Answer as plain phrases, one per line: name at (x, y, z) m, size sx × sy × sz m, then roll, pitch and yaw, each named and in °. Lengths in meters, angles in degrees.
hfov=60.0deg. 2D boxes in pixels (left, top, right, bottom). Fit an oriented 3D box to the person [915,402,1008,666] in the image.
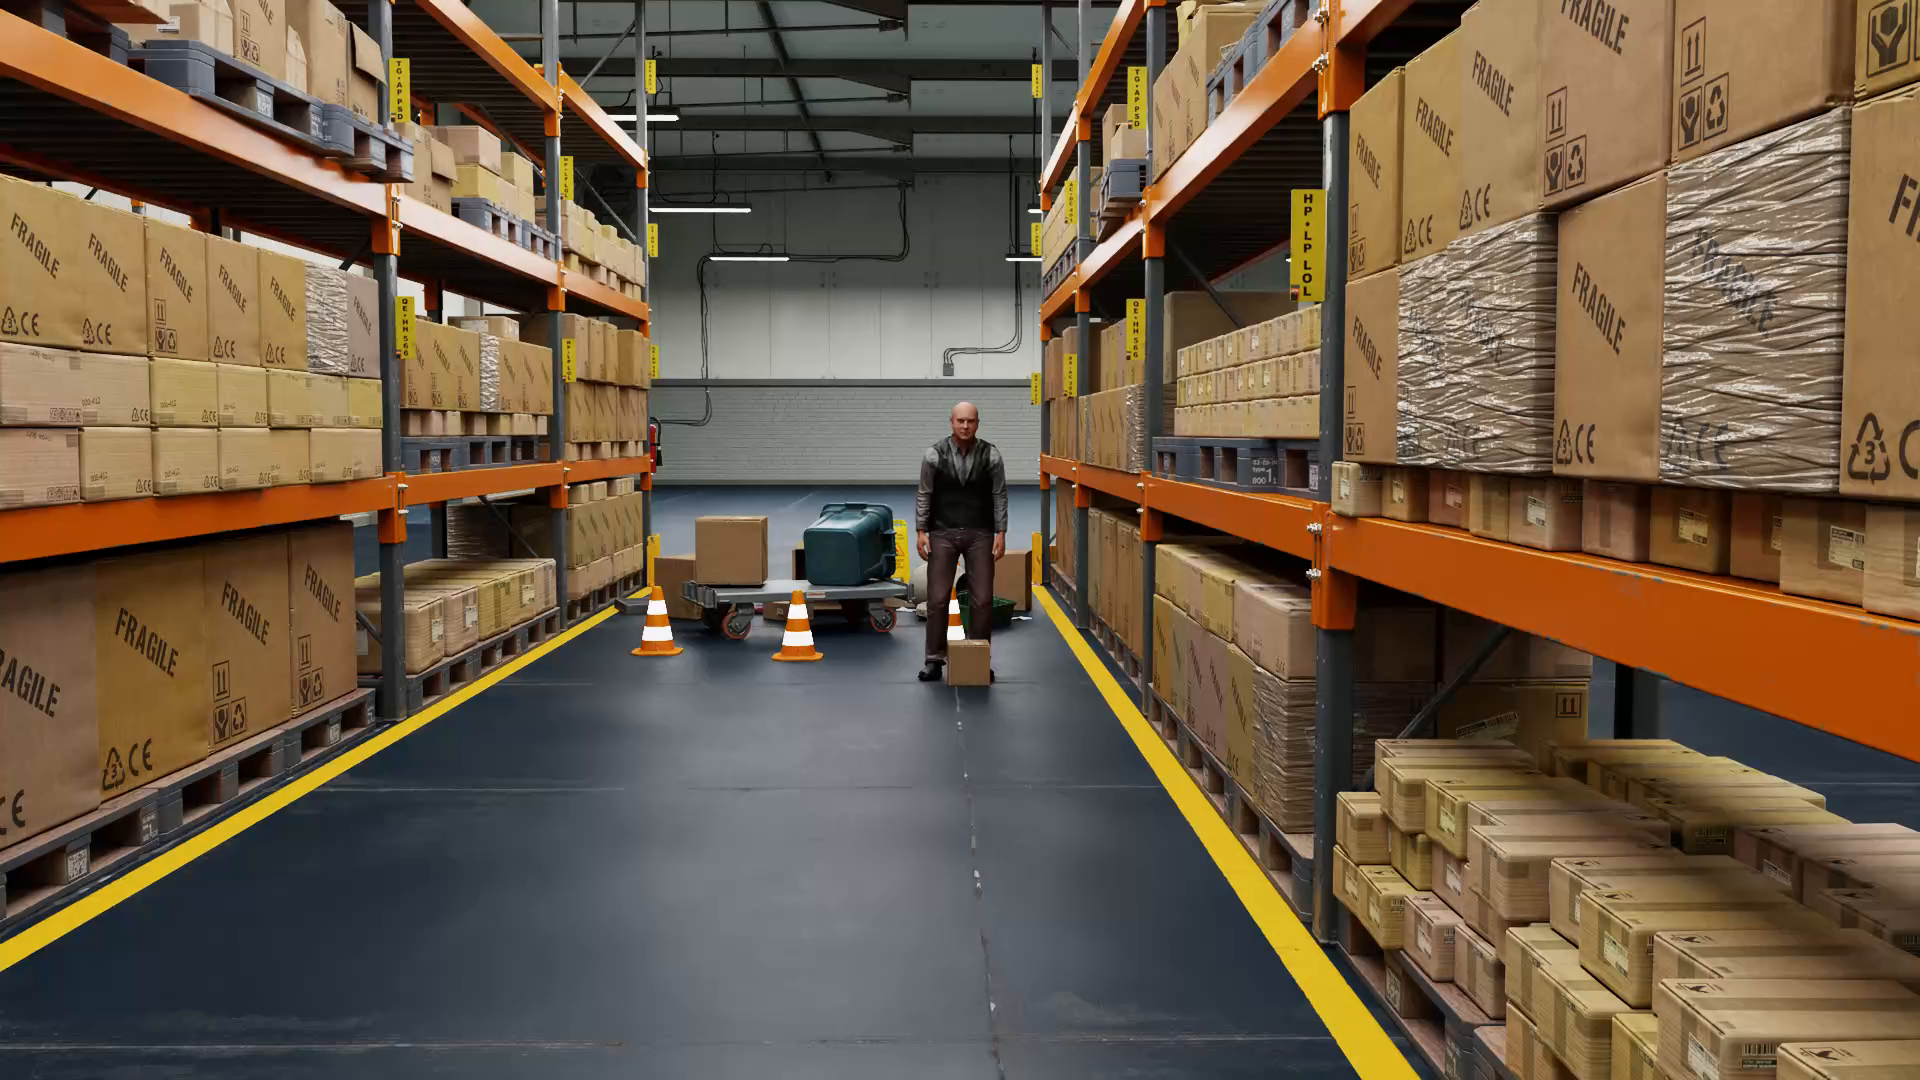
person at (0.010, 0.023, 10.430) m, size 0.579 × 1.560 × 0.410 m, roll 0°, pitch 4°, yaw -2°
